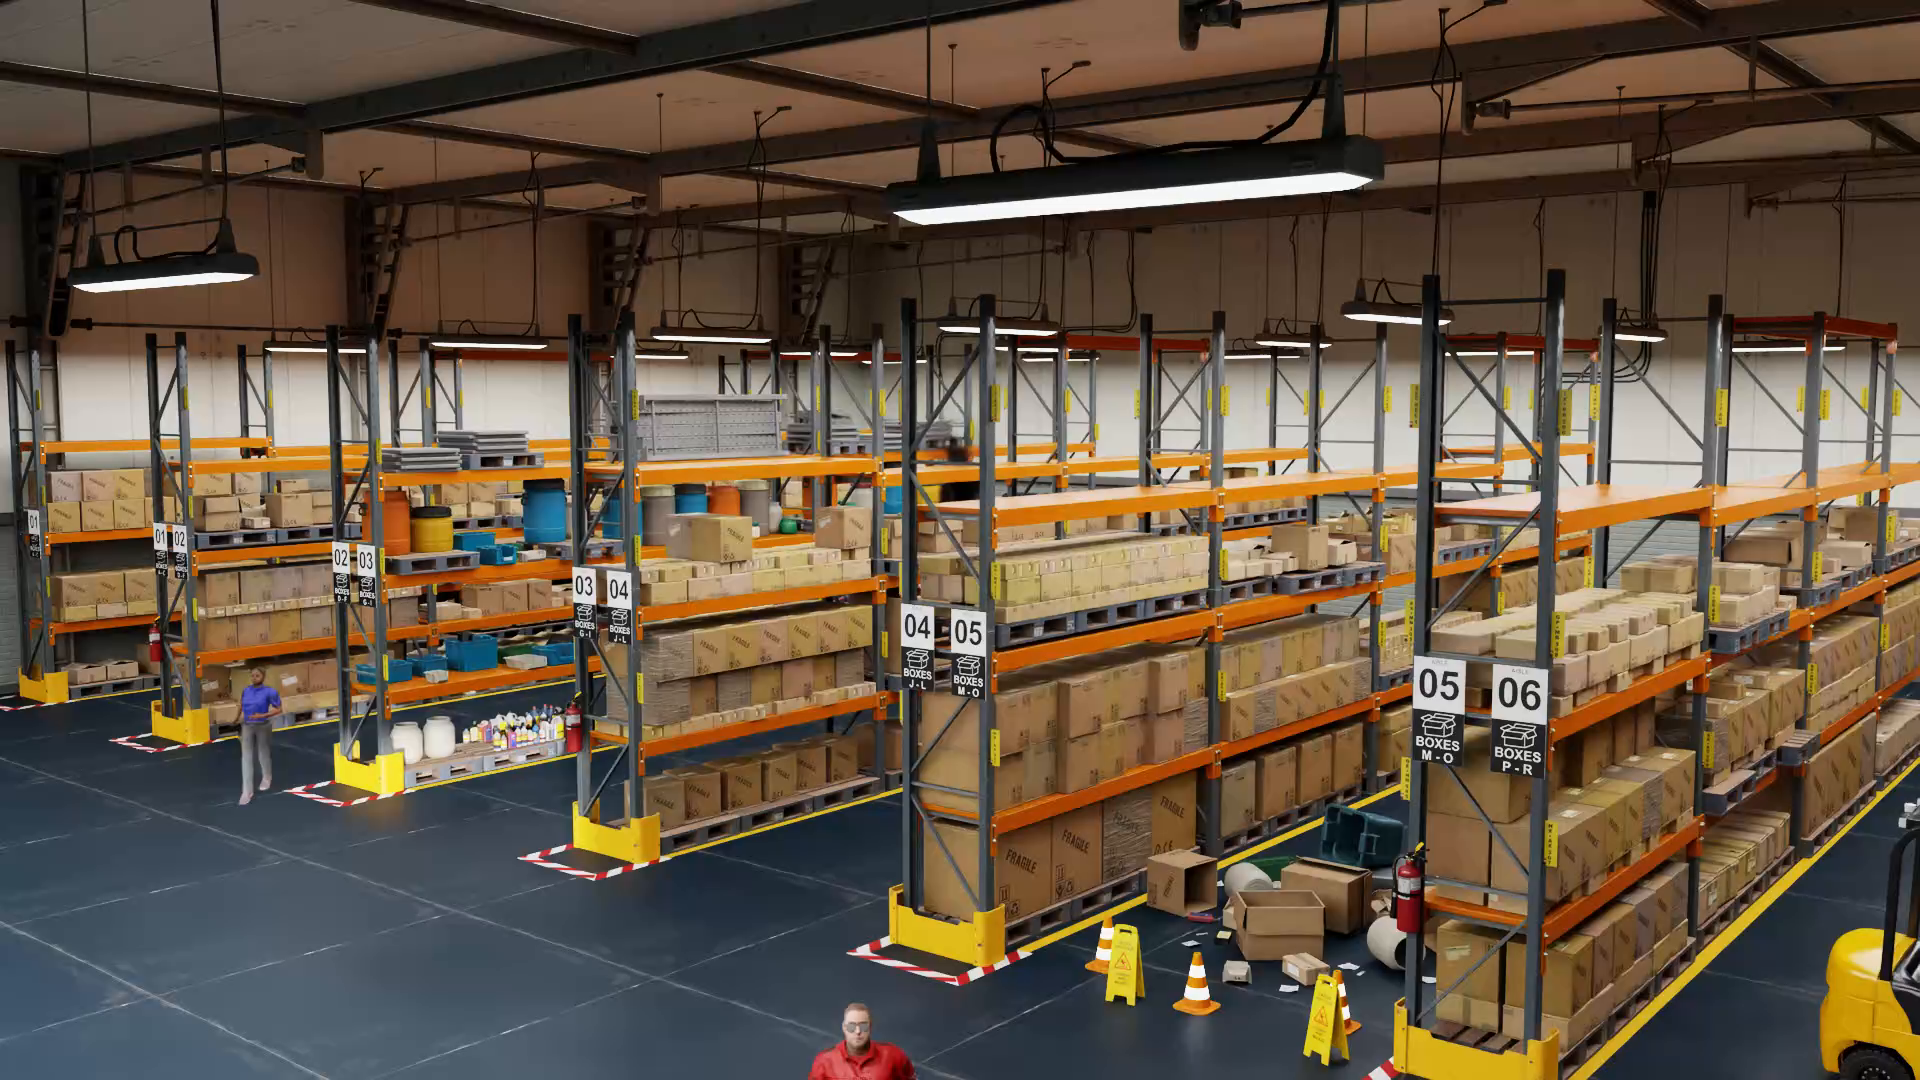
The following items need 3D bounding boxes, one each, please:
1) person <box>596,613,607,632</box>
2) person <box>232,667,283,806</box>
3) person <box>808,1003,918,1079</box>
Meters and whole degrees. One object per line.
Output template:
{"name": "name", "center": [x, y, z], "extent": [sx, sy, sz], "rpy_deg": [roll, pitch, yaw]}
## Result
{"name": "person", "center": [-7.257, 1.318, 33.604], "extent": [0.605, 1.649, 0.569], "rpy_deg": [3, 6, 32]}
{"name": "person", "center": [-8.906, 2.449, 21.109], "extent": [0.621, 1.679, 0.874], "rpy_deg": [-1, 5, -9]}
{"name": "person", "center": [-0.555, 3.480, 9.363], "extent": [0.648, 1.708, 0.621], "rpy_deg": [0, 5, -3]}
